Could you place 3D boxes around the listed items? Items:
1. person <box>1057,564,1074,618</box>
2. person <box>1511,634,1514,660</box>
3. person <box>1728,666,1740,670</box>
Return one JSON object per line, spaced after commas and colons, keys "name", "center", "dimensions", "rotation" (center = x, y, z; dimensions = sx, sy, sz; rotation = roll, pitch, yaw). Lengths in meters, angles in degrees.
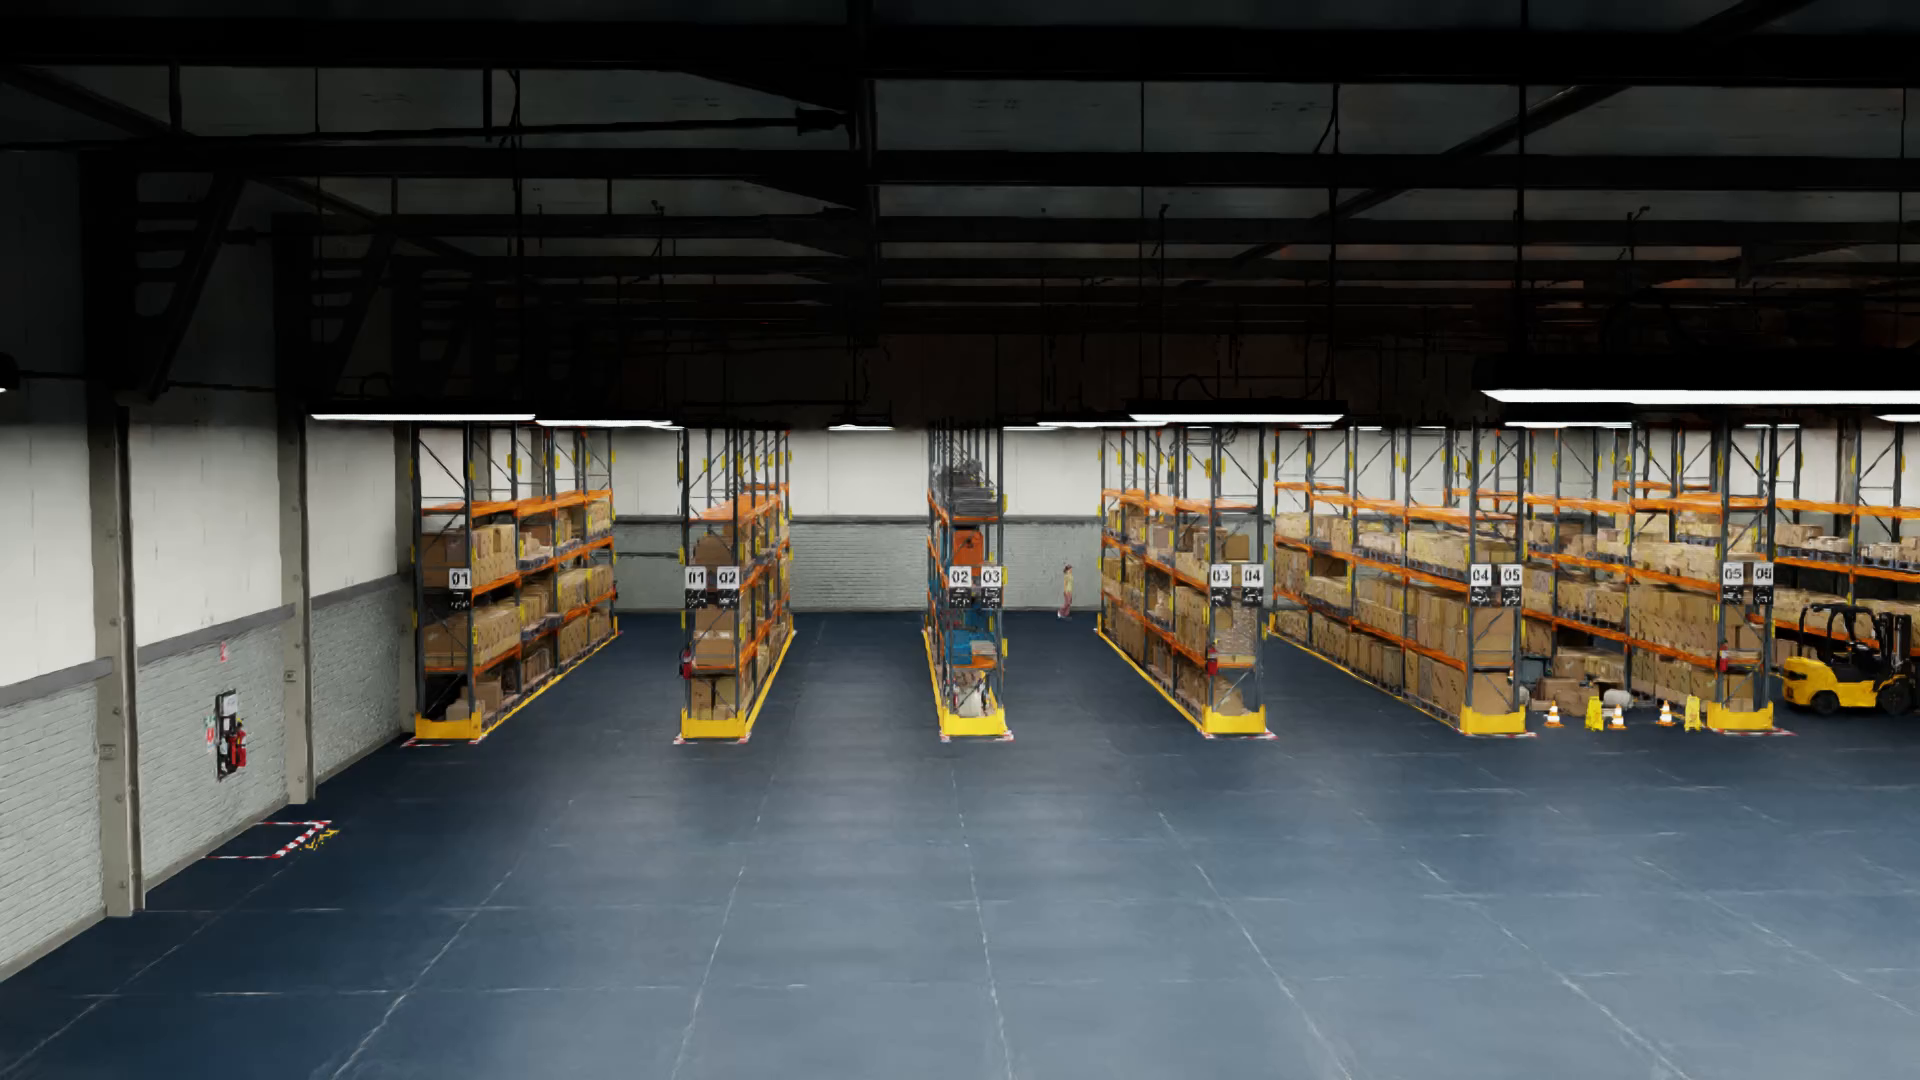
{"name": "person", "center": [3.231, 1.565, 50.816], "dimensions": [0.434, 1.667, 0.623], "rotation": [2, 4, 29]}
{"name": "person", "center": [13.209, 2.266, 40.115], "dimensions": [0.562, 1.655, 0.612], "rotation": [1, 4, 20]}
{"name": "person", "center": [16.559, 2.498, 35.666], "dimensions": [0.497, 1.765, 0.625], "rotation": [2, 4, 29]}
